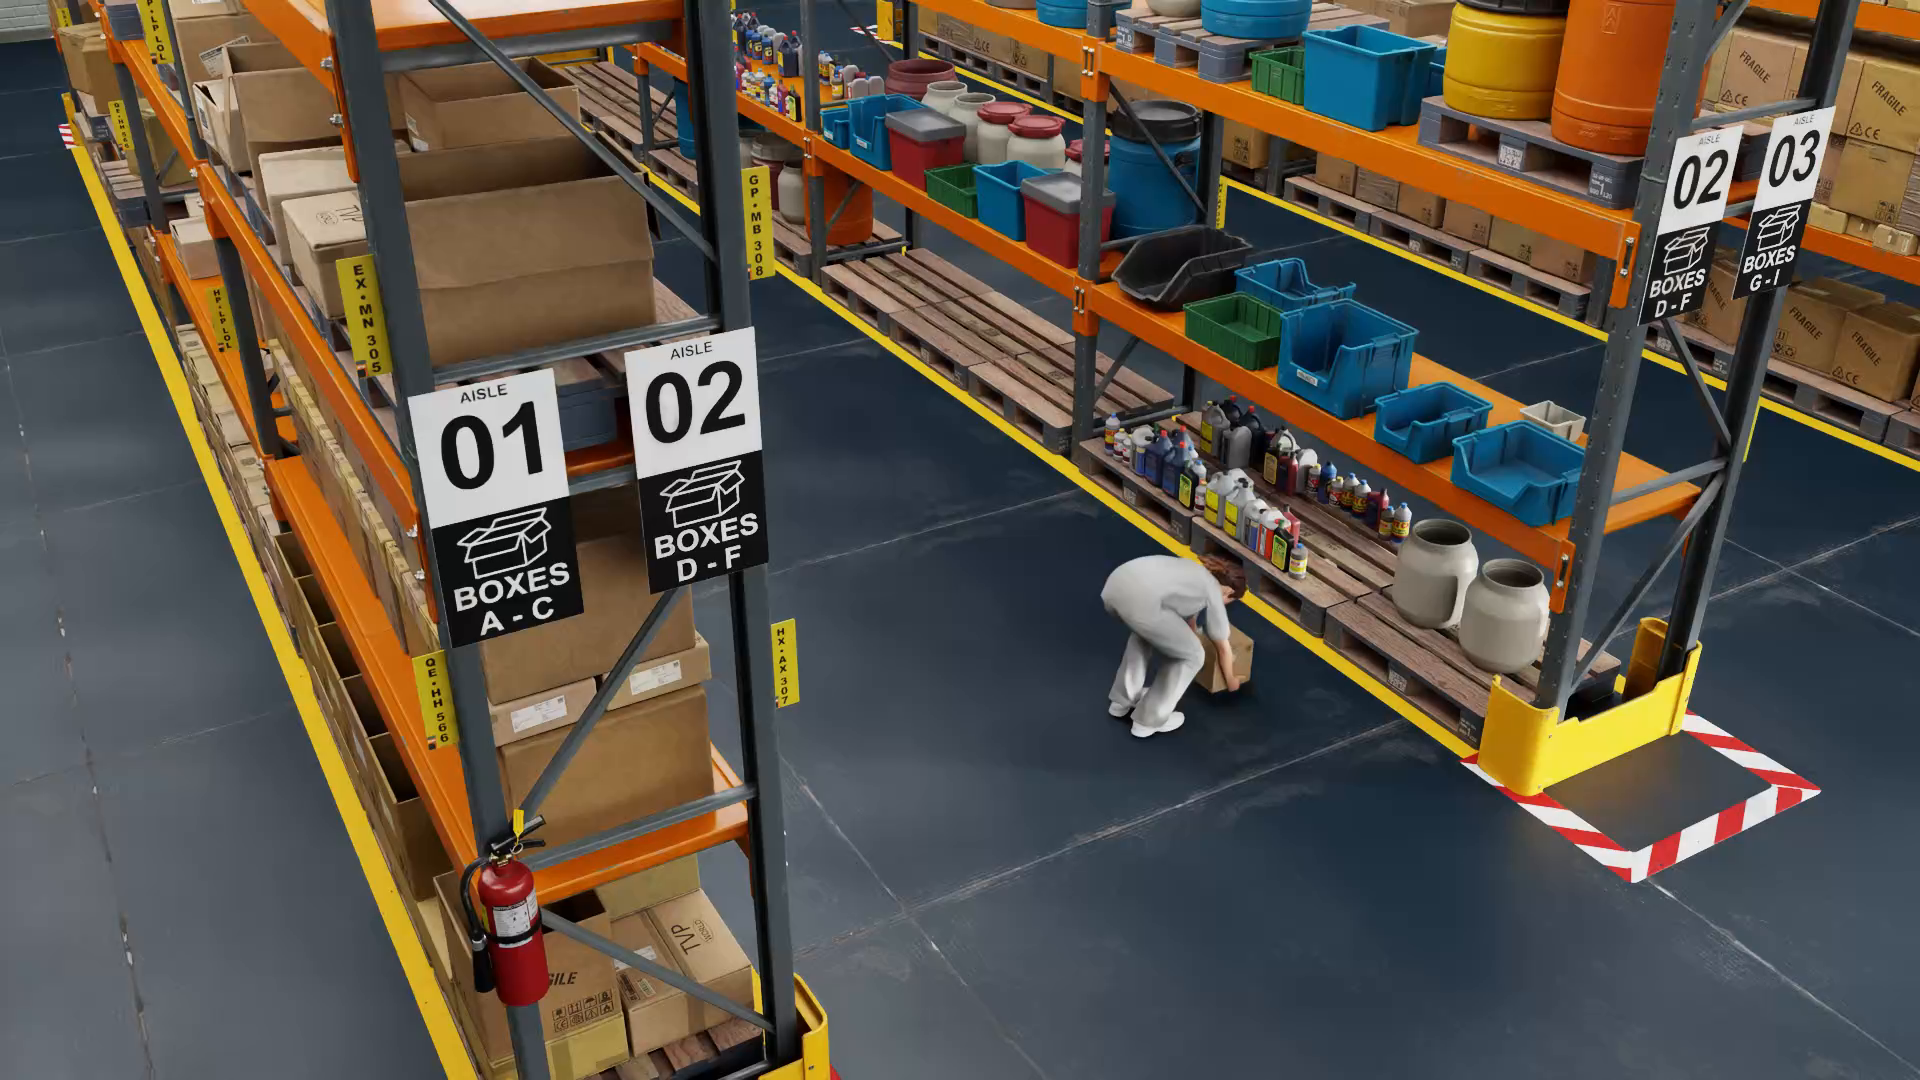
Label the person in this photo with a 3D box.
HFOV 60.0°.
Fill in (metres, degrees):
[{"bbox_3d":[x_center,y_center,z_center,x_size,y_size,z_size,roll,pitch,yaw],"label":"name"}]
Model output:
[{"bbox_3d":[1.101,0.471,8.475,0.853,0.932,0.464,-18,34,-29],"label":"person"}]
